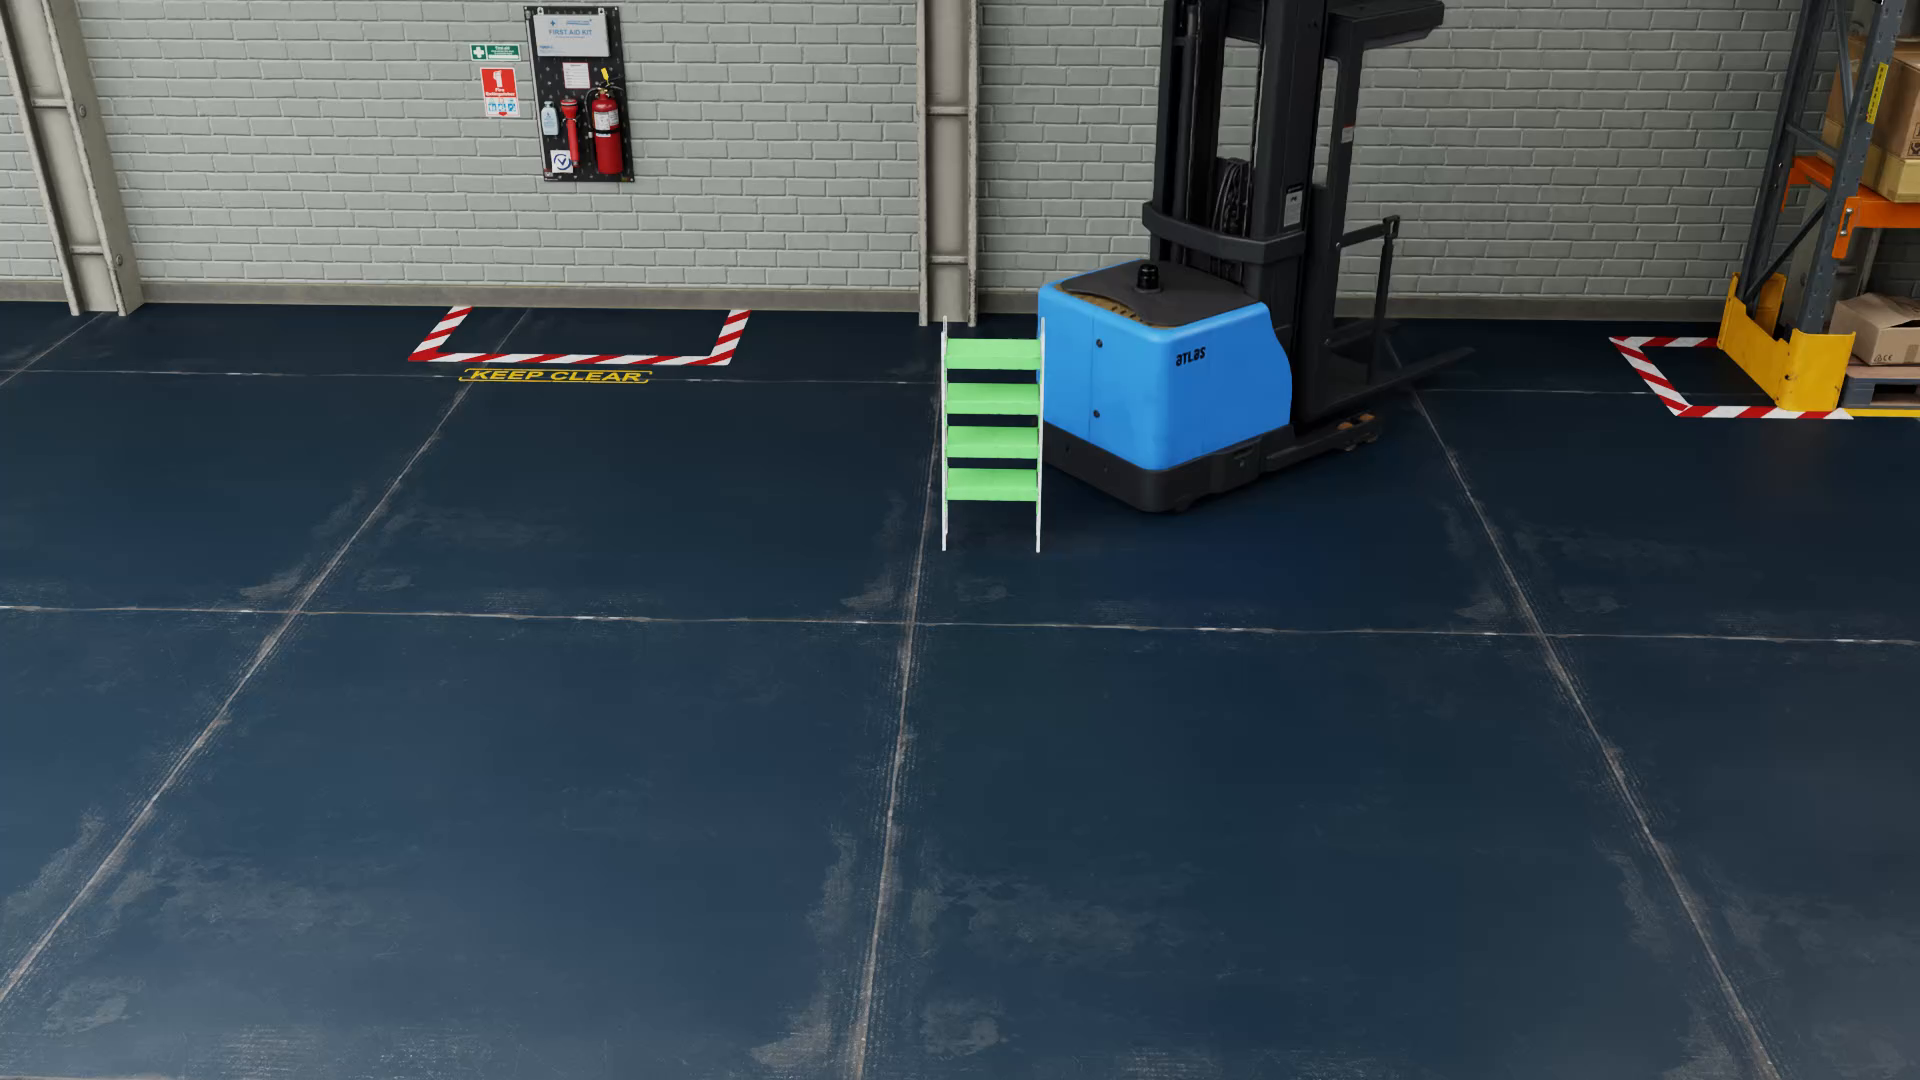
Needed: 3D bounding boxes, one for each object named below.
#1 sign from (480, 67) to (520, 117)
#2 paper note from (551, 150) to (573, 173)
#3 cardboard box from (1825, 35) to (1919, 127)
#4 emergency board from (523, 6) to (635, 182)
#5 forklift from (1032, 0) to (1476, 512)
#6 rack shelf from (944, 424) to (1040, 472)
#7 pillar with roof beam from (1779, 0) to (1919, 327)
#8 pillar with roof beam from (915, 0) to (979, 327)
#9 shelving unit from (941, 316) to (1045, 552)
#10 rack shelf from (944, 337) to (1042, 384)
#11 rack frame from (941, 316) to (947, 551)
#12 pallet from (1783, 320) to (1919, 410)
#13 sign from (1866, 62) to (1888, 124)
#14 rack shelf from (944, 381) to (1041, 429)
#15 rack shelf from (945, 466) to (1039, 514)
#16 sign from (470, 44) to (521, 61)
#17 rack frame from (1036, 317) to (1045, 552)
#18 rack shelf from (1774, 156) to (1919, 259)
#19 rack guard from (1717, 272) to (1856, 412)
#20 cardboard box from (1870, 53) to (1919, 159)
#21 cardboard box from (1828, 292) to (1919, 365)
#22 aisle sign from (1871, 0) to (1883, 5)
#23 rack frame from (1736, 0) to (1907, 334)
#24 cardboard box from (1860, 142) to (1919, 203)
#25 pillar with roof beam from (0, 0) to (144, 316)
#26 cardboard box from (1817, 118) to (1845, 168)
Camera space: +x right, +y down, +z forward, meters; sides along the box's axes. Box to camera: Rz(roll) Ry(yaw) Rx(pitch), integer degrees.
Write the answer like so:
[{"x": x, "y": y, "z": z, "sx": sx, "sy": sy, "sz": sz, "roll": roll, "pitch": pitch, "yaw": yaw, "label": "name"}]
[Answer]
[{"x": -3.097, "y": -3.015, "z": 11.197, "sx": 0.234, "sy": 0.329, "sz": 0.001, "roll": 1, "pitch": 28, "yaw": 2, "label": "sign"}, {"x": -2.722, "y": -2.588, "z": 11.370, "sx": 0.142, "sy": 0.148, "sz": 0.016, "roll": 1, "pitch": 28, "yaw": 2, "label": "paper note"}, {"x": 5.665, "y": -2.756, "z": 10.085, "sx": 0.500, "sy": 0.500, "sz": 0.500, "roll": 1, "pitch": 28, "yaw": 1, "label": "cardboard box"}, {"x": -2.548, "y": -2.942, "z": 11.097, "sx": 0.643, "sy": 1.169, "sz": 0.194, "roll": 1, "pitch": 28, "yaw": 2, "label": "emergency board"}, {"x": 1.883, "y": -1.990, "z": 9.375, "sx": 3.031, "sy": 2.935, "sz": 1.130, "roll": -20, "pitch": 34, "yaw": -33, "label": "forklift"}, {"x": 0.165, "y": -0.471, "z": 8.494, "sx": 0.480, "sy": 0.148, "sz": 0.258, "roll": 1, "pitch": 28, "yaw": 2, "label": "rack shelf"}, {"x": 5.765, "y": -3.420, "z": 5.593, "sx": 0.400, "sy": 9.000, "sz": 9.100, "roll": 1, "pitch": 28, "yaw": 2, "label": "pillar with roof beam"}, {"x": -0.231, "y": -3.519, "z": 5.780, "sx": 0.400, "sy": 9.000, "sz": 9.100, "roll": 1, "pitch": 28, "yaw": 2, "label": "pillar with roof beam"}, {"x": 0.165, "y": -0.527, "z": 8.464, "sx": 0.503, "sy": 1.200, "sz": 0.258, "roll": 1, "pitch": 28, "yaw": 2, "label": "shelving unit"}, {"x": 0.165, "y": -0.895, "z": 8.269, "sx": 0.480, "sy": 0.148, "sz": 0.258, "roll": 1, "pitch": 28, "yaw": 2, "label": "rack shelf"}, {"x": -0.078, "y": -0.531, "z": 8.471, "sx": 0.015, "sy": 1.200, "sz": 0.240, "roll": 1, "pitch": 28, "yaw": 2, "label": "rack frame"}, {"x": 6.073, "y": -1.128, "z": 10.652, "sx": 1.213, "sy": 0.211, "sz": 1.003, "roll": 1, "pitch": 28, "yaw": 2, "label": "pallet"}, {"x": 5.168, "y": -2.519, "z": 9.376, "sx": 0.005, "sy": 0.325, "sz": 0.100, "roll": 1, "pitch": 28, "yaw": 2, "label": "sign"}, {"x": 0.165, "y": -0.683, "z": 8.381, "sx": 0.480, "sy": 0.148, "sz": 0.258, "roll": 1, "pitch": 28, "yaw": 2, "label": "rack shelf"}, {"x": 0.165, "y": -0.259, "z": 8.606, "sx": 0.480, "sy": 0.148, "sz": 0.258, "roll": 1, "pitch": 28, "yaw": 2, "label": "rack shelf"}, {"x": -3.093, "y": -3.245, "z": 11.065, "sx": 0.331, "sy": 0.109, "sz": 0.001, "roll": 1, "pitch": 28, "yaw": 2, "label": "sign"}, {"x": 0.409, "y": -0.523, "z": 8.456, "sx": 0.015, "sy": 1.200, "sz": 0.240, "roll": 1, "pitch": 28, "yaw": 2, "label": "rack frame"}, {"x": 7.185, "y": -2.040, "z": 10.164, "sx": 4.000, "sy": 0.370, "sz": 1.077, "roll": 1, "pitch": 28, "yaw": 2, "label": "rack shelf"}, {"x": 5.263, "y": -1.285, "z": 10.641, "sx": 0.348, "sy": 0.500, "sz": 1.175, "roll": 1, "pitch": 28, "yaw": 2, "label": "rack guard"}, {"x": 5.653, "y": -2.516, "z": 9.632, "sx": 0.500, "sy": 0.500, "sz": 0.500, "roll": 1, "pitch": 28, "yaw": 2, "label": "cardboard box"}, {"x": 5.875, "y": -1.344, "z": 10.483, "sx": 0.500, "sy": 0.311, "sz": 0.500, "roll": -2, "pitch": 28, "yaw": -4, "label": "cardboard box"}, {"x": 5.104, "y": -3.400, "z": 9.186, "sx": 0.004, "sy": 0.787, "sz": 0.394, "roll": 1, "pitch": 28, "yaw": 2, "label": "aisle sign"}, {"x": 5.187, "y": -2.391, "z": 10.058, "sx": 0.127, "sy": 3.000, "sz": 1.000, "roll": 1, "pitch": 28, "yaw": 2, "label": "rack frame"}, {"x": 5.663, "y": -2.177, "z": 9.792, "sx": 0.500, "sy": 0.250, "sz": 0.500, "roll": 0, "pitch": 28, "yaw": 0, "label": "cardboard box"}, {"x": -6.228, "y": -3.618, "z": 5.967, "sx": 0.400, "sy": 9.000, "sz": 9.100, "roll": 1, "pitch": 28, "yaw": 2, "label": "pillar with roof beam"}, {"x": 5.661, "y": -2.416, "z": 10.245, "sx": 0.500, "sy": 0.250, "sz": 0.500, "roll": 1, "pitch": 28, "yaw": 3, "label": "cardboard box"}]
